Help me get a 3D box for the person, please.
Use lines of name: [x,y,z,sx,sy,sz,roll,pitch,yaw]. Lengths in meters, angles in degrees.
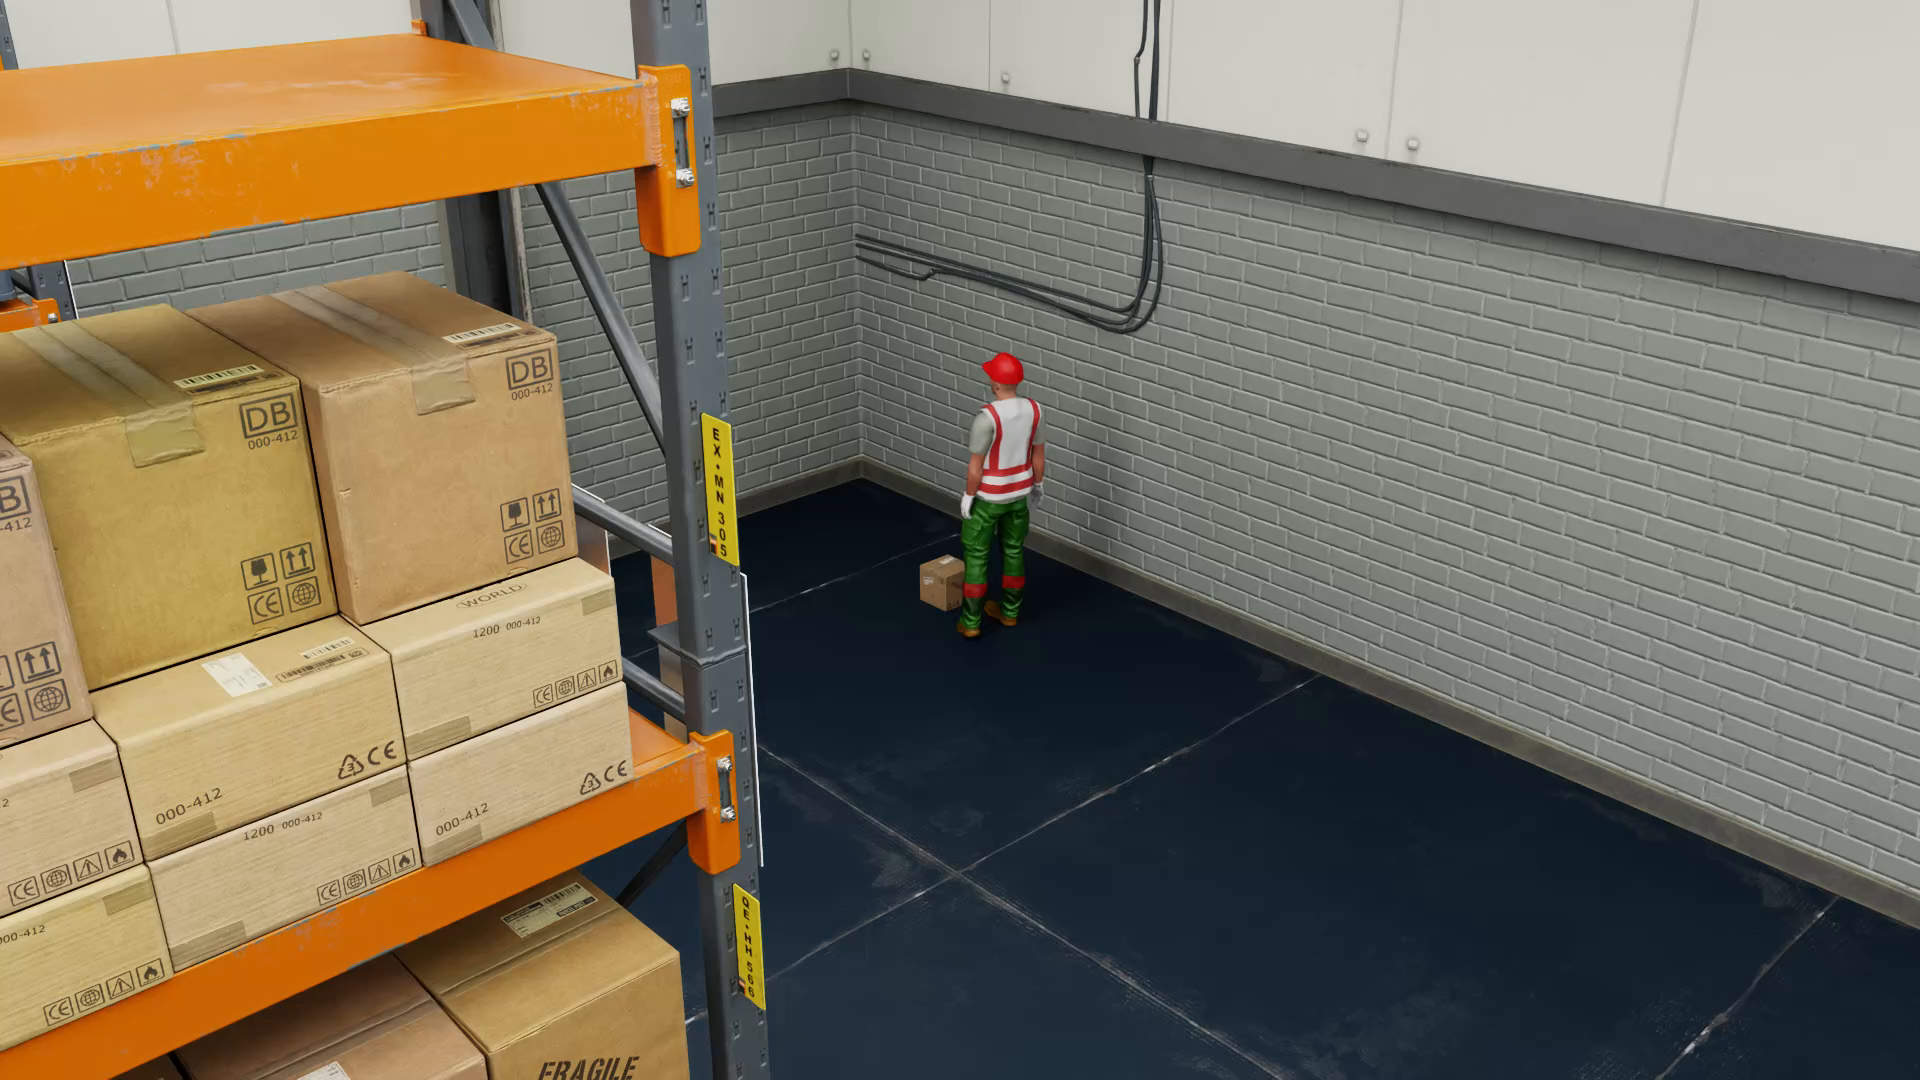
person: [0.233,-0.284,10.207,0.606,1.818,0.391,-15,28,-30]
